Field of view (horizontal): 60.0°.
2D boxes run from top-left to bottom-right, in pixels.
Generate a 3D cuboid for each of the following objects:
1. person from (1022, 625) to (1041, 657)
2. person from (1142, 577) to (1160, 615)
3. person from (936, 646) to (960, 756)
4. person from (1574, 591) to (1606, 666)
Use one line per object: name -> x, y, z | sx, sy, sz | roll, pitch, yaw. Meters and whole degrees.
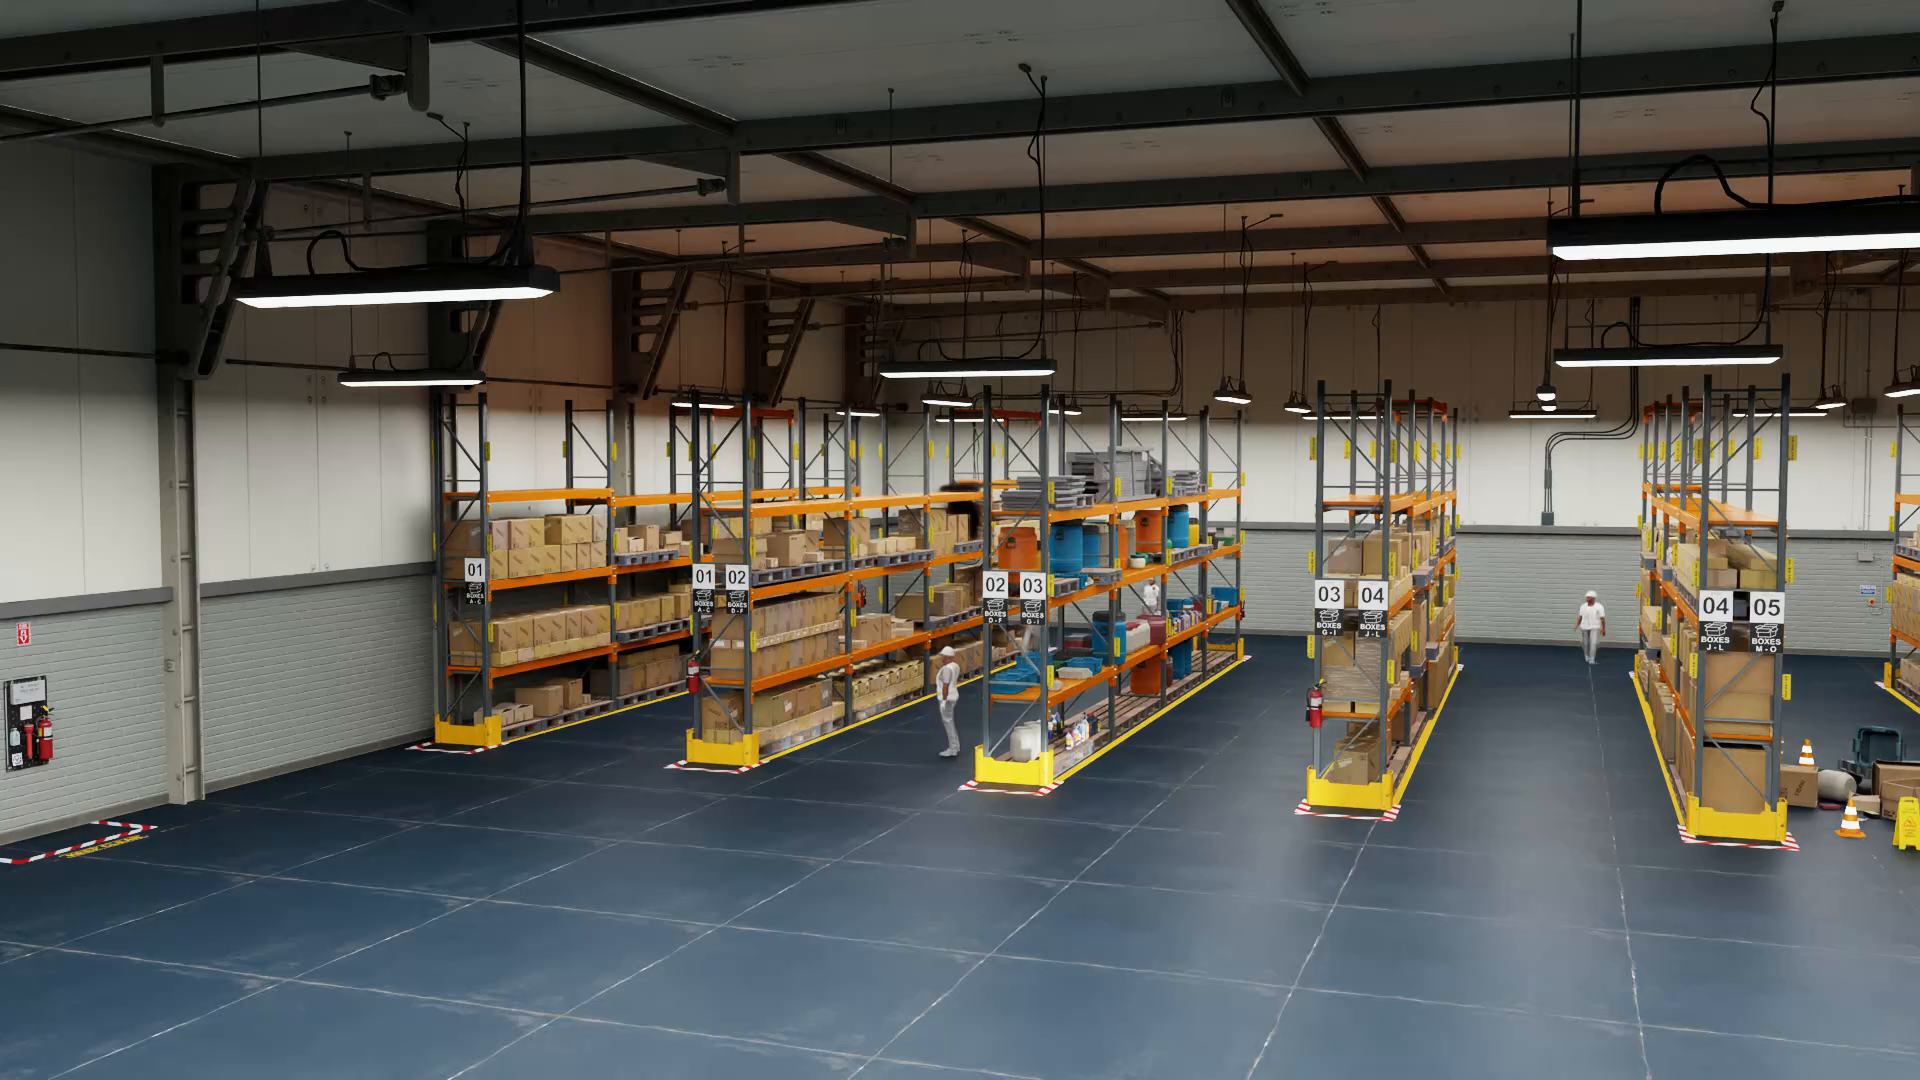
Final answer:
person -> 1.677, 2.140, 38.057 | 0.487, 1.633, 0.982 | 1, 3, 20
person -> 5.133, 1.791, 44.704 | 0.466, 1.697, 0.462 | 0, 3, 0
person -> -0.200, 2.658, 27.351 | 0.363, 1.823, 0.657 | 1, 3, 12
person -> 14.771, 2.065, 38.997 | 0.687, 1.730, 1.013 | 1, 3, 26
